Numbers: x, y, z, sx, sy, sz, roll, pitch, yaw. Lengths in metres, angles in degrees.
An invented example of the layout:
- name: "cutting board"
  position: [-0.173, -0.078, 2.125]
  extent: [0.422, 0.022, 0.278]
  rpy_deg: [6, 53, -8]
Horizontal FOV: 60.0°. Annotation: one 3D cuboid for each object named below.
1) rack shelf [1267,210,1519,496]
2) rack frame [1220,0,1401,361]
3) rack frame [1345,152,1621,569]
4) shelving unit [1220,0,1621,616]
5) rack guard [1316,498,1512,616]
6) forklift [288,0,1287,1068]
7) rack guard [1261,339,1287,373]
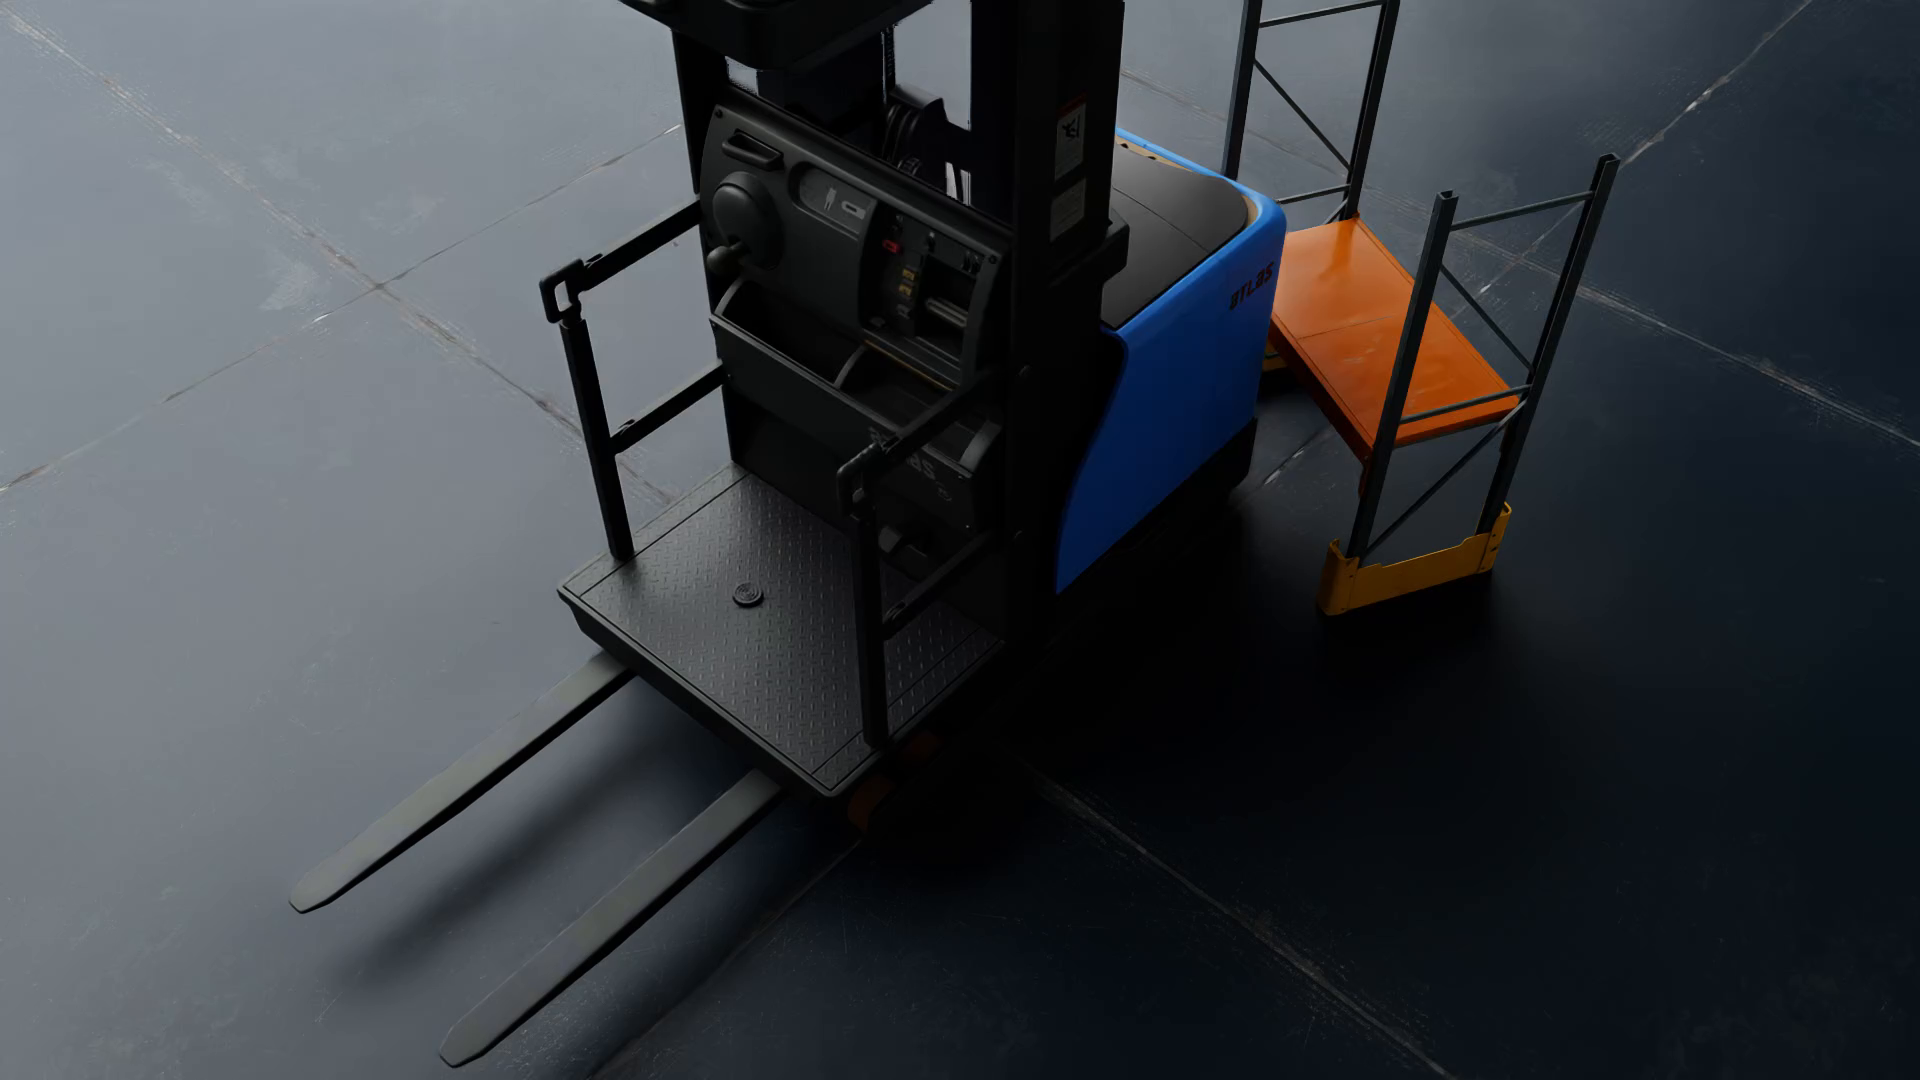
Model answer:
- name: "rack shelf"
  position: [1.206, -0.593, 5.025]
  extent: [0.538, 0.185, 1.000]
  rpy_deg: [-15, 49, -13]
- name: "rack frame"
  position: [1.033, -1.065, 5.221]
  extent: [0.500, 1.500, 0.032]
  rpy_deg: [-15, 49, -13]
- name: "rack frame"
  position: [1.378, -0.368, 4.566]
  extent: [0.500, 1.500, 0.032]
  rpy_deg: [-15, 49, -13]
- name: "shelving unit"
  position: [1.203, -0.722, 4.899]
  extent: [0.587, 1.500, 1.083]
  rpy_deg: [-15, 49, -13]
- name: "rack guard"
  position: [1.372, 0.047, 5.034]
  extent: [0.587, 0.250, 0.087]
  rpy_deg: [-15, 49, -13]
- name: "forklift"
  position: [-0.413, -0.630, 3.831]
  extent: [1.130, 2.935, 3.031]
  rpy_deg: [33, 55, 27]
- name: "rack guard"
  position: [1.033, -0.636, 5.676]
  extent: [0.587, 0.250, 0.087]
  rpy_deg: [-15, 49, -13]
